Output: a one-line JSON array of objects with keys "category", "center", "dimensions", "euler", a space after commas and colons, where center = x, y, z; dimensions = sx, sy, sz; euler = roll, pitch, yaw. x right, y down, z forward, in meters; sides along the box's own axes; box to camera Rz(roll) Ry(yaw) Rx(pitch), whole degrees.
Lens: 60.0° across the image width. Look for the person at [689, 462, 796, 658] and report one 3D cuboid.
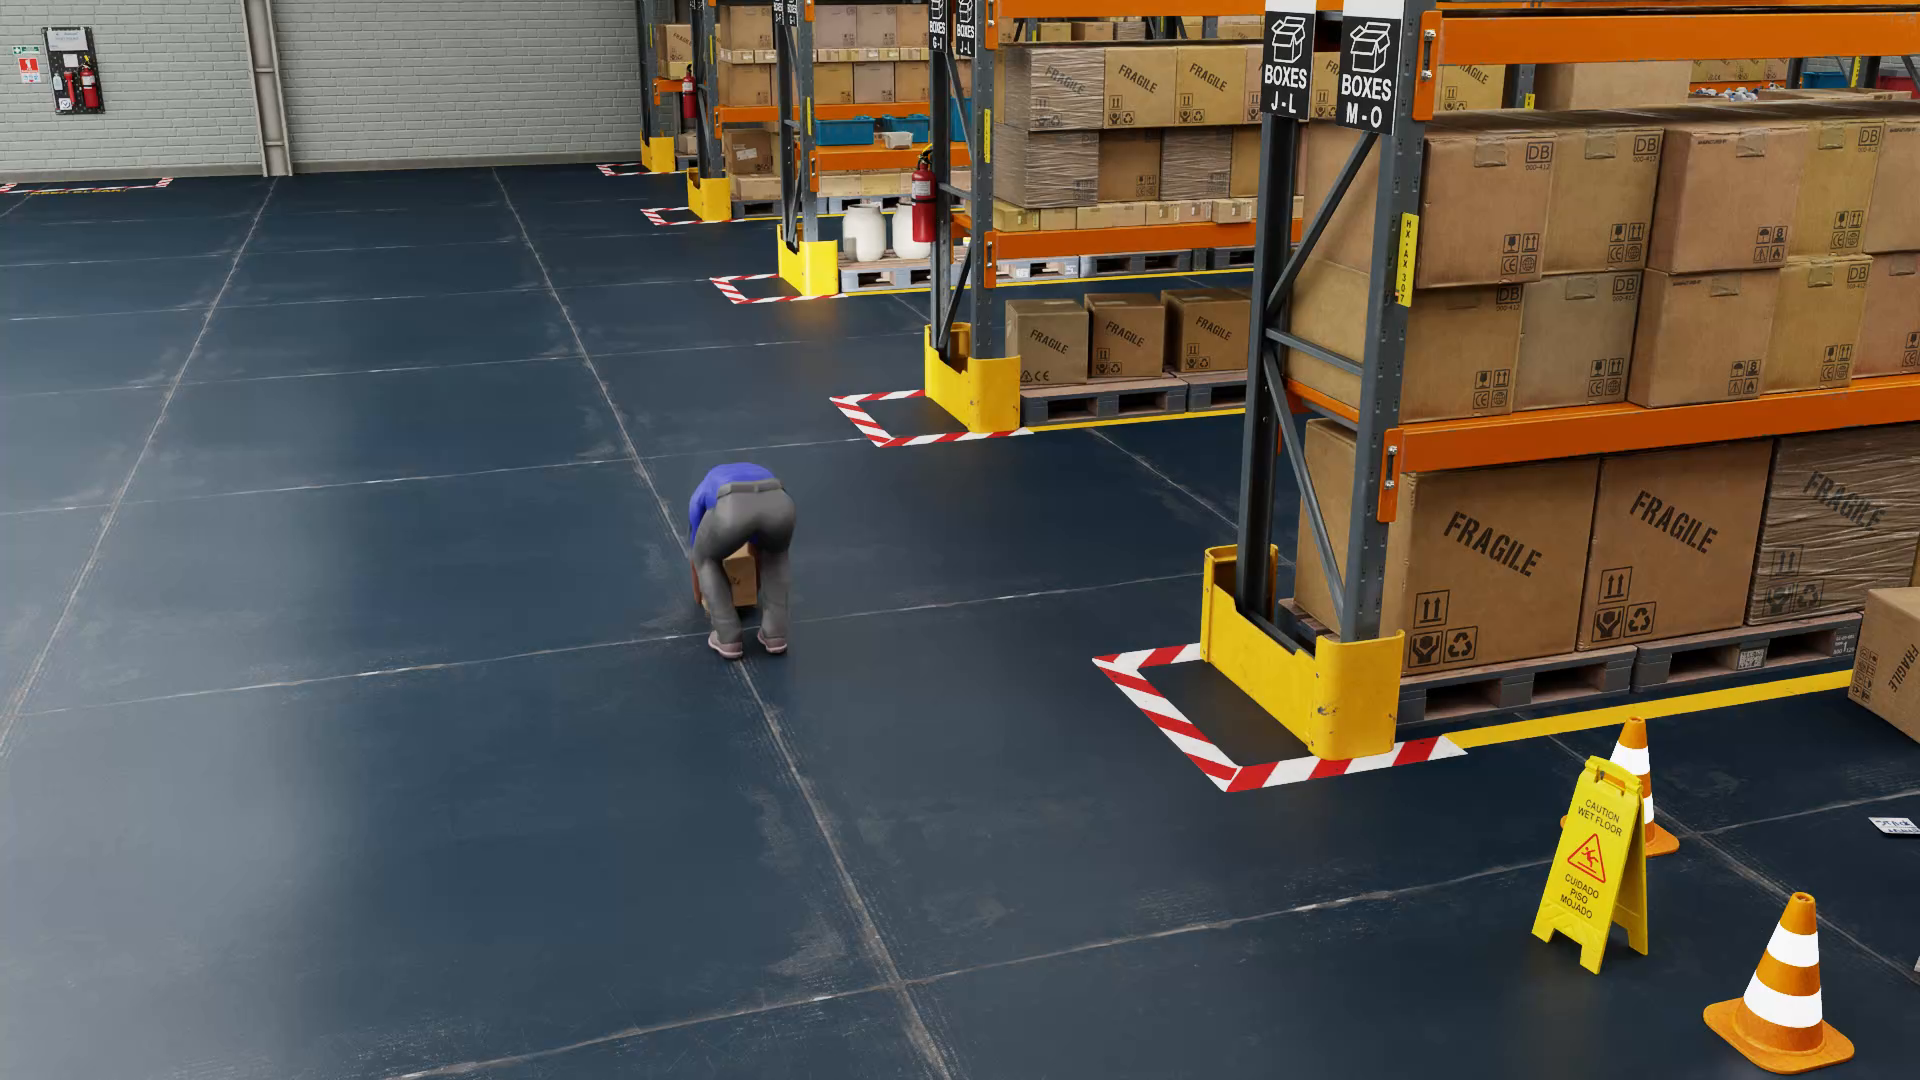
[{"category": "person", "center": [-1.014, 0.047, 7.623], "dimensions": [0.443, 0.876, 0.882], "euler": [-7, 21, -20]}]
